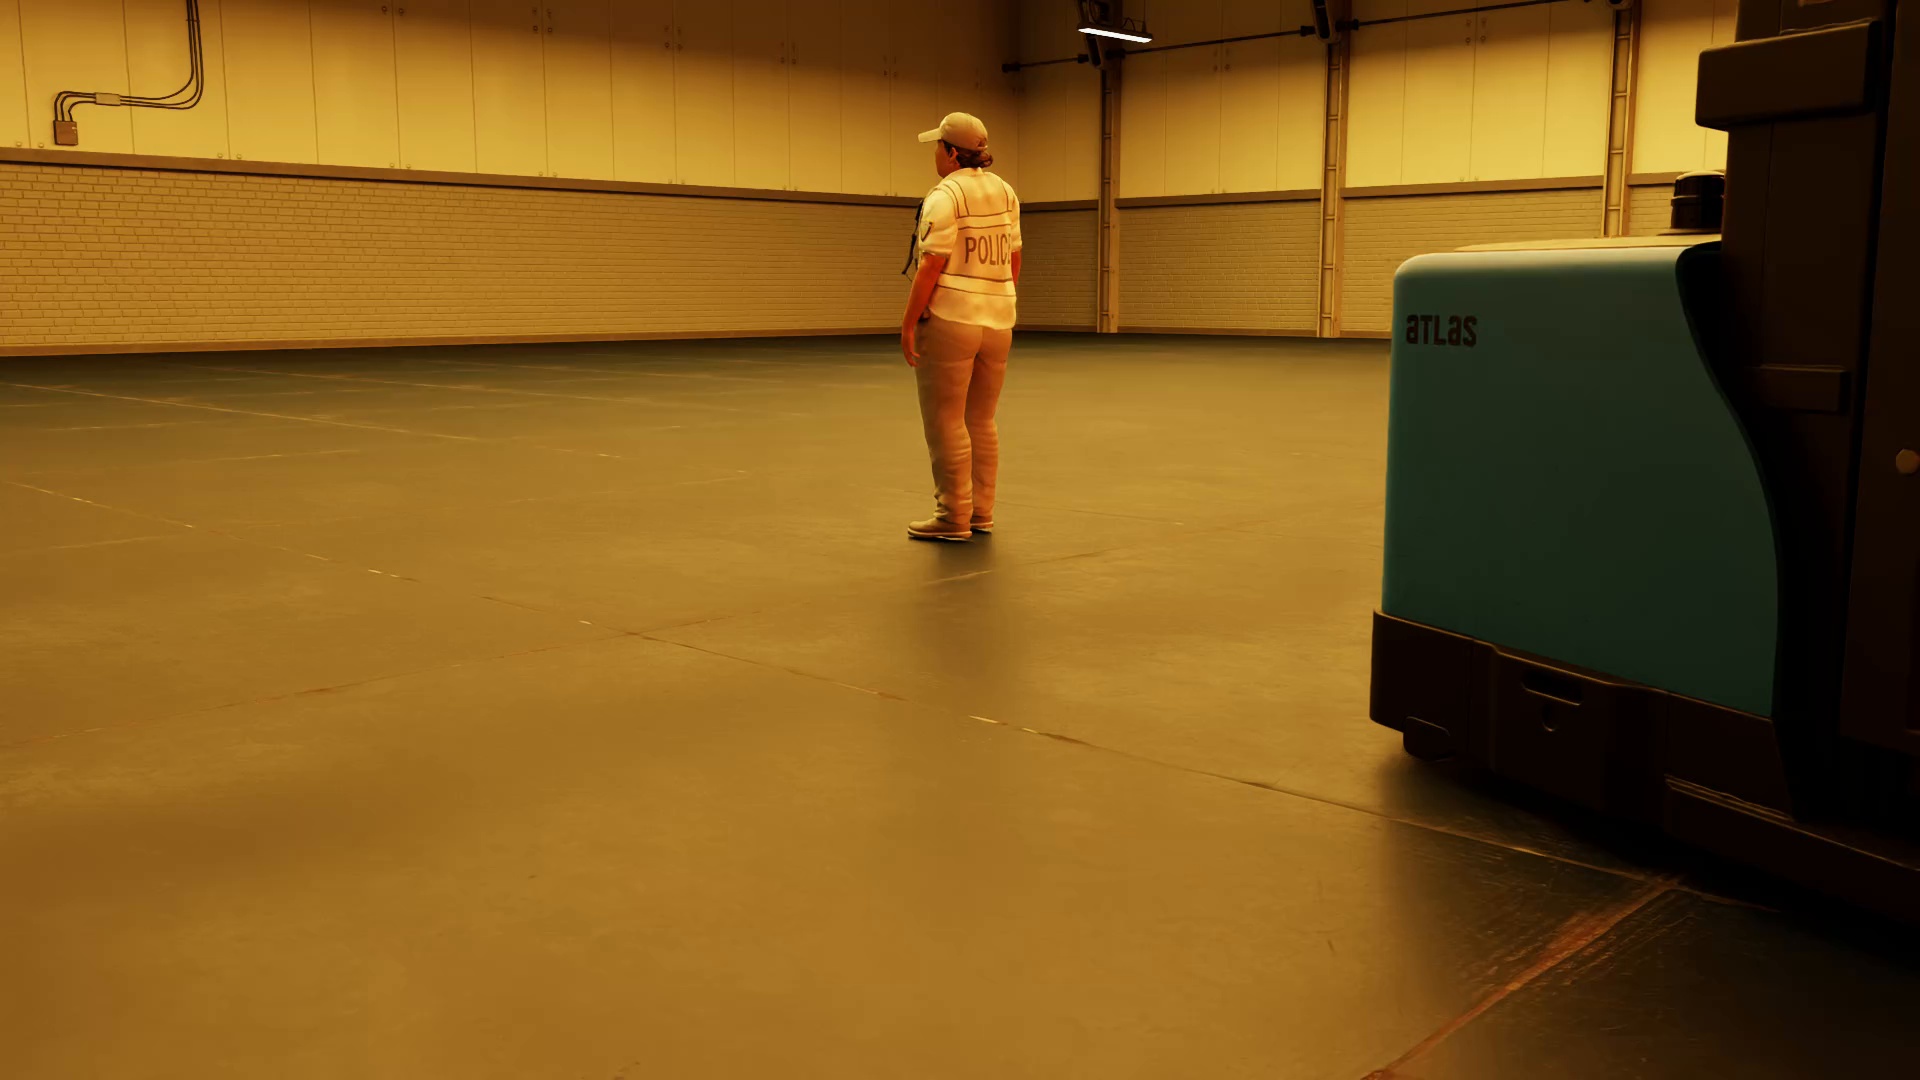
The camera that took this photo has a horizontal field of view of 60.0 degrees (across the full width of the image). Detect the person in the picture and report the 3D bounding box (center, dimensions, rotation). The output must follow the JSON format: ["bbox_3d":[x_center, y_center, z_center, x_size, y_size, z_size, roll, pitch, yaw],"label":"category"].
[{"bbox_3d":[-0.039,-0.843,6.661,0.529,1.670,0.598,8,12,43],"label":"person"}]

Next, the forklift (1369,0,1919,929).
[{"bbox_3d":[1.970,-0.822,2.330,1.130,2.935,3.031,-4,9,-24],"label":"forklift"}]
